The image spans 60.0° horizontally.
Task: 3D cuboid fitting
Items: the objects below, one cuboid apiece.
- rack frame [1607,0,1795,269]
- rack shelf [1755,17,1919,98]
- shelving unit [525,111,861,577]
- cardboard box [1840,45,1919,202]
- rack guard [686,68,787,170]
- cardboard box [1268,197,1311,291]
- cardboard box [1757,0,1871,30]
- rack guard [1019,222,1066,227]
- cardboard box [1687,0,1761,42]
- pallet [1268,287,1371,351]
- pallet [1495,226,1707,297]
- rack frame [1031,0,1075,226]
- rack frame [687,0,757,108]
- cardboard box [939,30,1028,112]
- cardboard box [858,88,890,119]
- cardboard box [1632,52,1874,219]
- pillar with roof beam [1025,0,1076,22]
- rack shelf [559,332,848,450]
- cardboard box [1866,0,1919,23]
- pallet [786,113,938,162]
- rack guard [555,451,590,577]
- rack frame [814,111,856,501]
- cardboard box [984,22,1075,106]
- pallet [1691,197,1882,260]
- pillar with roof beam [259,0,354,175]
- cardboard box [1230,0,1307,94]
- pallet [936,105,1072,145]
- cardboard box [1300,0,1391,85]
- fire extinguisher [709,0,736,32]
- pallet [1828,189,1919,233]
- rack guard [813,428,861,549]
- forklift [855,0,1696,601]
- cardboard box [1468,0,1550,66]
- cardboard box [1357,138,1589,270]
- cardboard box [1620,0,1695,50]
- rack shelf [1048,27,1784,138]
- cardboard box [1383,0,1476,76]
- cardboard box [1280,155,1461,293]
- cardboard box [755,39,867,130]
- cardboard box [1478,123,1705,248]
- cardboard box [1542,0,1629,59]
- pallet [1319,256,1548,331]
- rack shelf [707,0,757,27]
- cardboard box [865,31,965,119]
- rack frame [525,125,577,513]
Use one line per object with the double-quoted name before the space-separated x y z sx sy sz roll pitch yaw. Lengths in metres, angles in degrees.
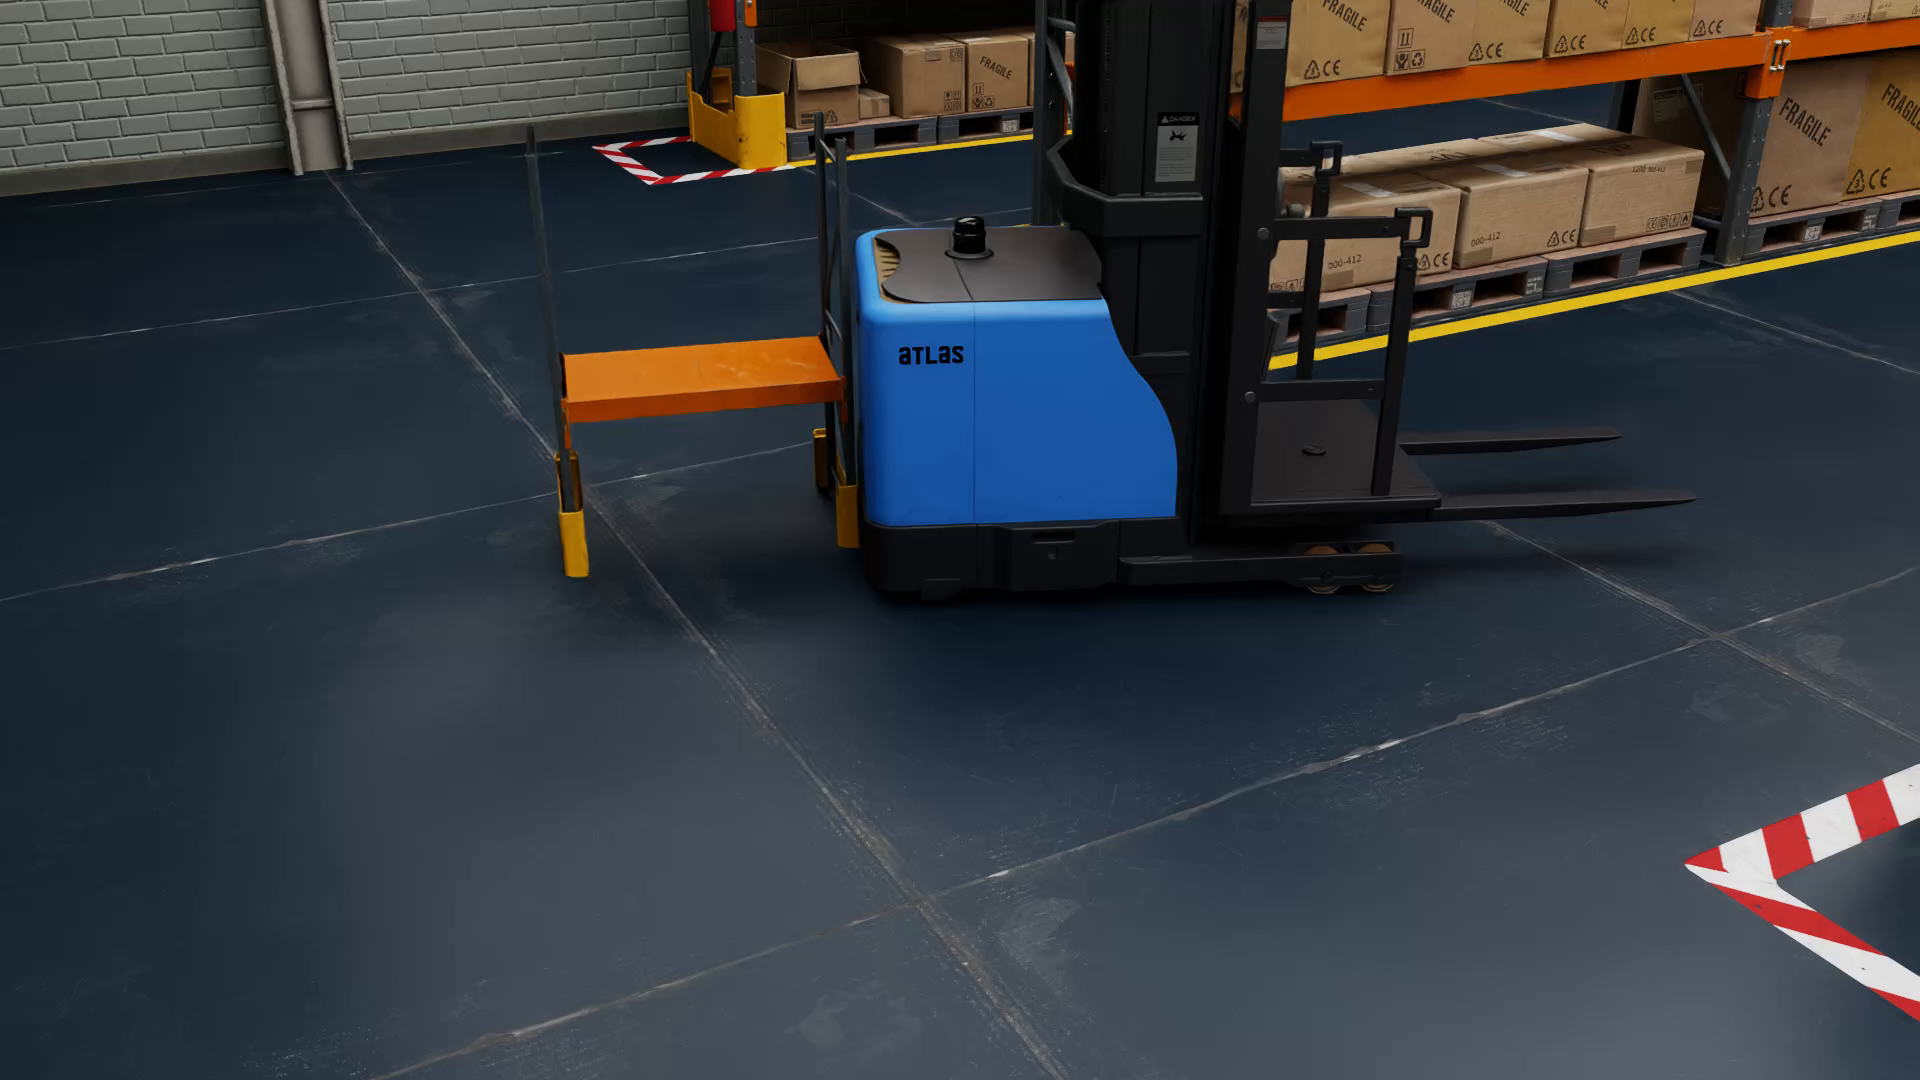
"rack frame" 4.172 -3.098 9.237 0.127 3.000 1.000 -13 29 -25
"rack shelf" 5.937 -3.181 10.241 4.000 0.370 1.077 -13 29 -25
"shelving unit" -0.959 -0.719 6.014 1.083 1.500 0.587 -6 26 -12
"cardboard box" 5.475 -2.673 10.322 0.875 0.875 0.875 -12 28 -24
"rack guard" -1.629 -3.067 12.060 0.348 0.500 1.175 -13 29 -25
"cardboard box" 1.178 -1.490 8.363 0.875 0.438 0.875 -14 29 -27
"cardboard box" 4.685 -3.019 9.246 0.500 0.250 0.500 -14 29 -26
"rack guard" 0.622 -1.152 8.071 0.348 0.500 1.175 -13 29 -25
"cardboard box" 3.883 -2.951 8.815 0.500 0.500 0.500 -13 28 -25
"pallet" 1.312 -1.219 8.545 1.213 0.211 1.003 -13 29 -25
"pallet" 3.465 -1.716 9.580 1.213 0.211 1.003 -13 29 -25
"rack frame" 0.643 -2.283 7.540 0.127 3.000 1.000 -13 29 -25
"rack frame" -1.696 -4.178 11.487 0.127 3.000 1.000 -13 29 -25
"cardboard box" 0.174 -3.558 12.598 0.500 0.500 0.500 -12 28 -24
"cardboard box" -0.719 -3.242 12.346 0.250 0.149 0.380 -14 29 -27
"cardboard box" 4.682 -2.486 9.933 0.875 0.875 0.875 -12 28 -24
"pillar with roof beam" 2.821 -6.256 8.882 0.400 9.000 9.100 -13 29 -25
"rack shelf" -0.950 -0.557 6.094 1.000 0.185 0.538 -6 26 -12
"cardboard box" 5.141 -3.125 9.467 0.500 0.250 0.500 -14 29 -26
"pallet" -0.926 -3.099 12.462 1.213 0.211 1.003 -13 29 -25
"rack guard" -1.443 -0.105 6.179 0.087 0.250 0.587 -6 26 -12
"rack frame" -0.456 -0.771 6.123 0.032 1.500 0.500 -6 26 -12
"cardboard box" 0.577 -3.700 12.893 0.500 0.500 0.700 -14 29 -27
"pallet" 4.818 -2.027 10.228 1.213 0.211 1.003 -13 29 -25
"pillar with roof beam" -2.474 -5.034 6.337 0.400 9.000 9.100 -13 29 -25
"cardboard box" 1.202 -2.317 7.494 0.500 0.500 0.500 -13 29 -25
"pallet" 0.149 -3.346 12.976 1.213 0.211 1.003 -13 29 -25
"cardboard box" 1.635 -2.430 7.731 0.500 0.500 0.500 -13 29 -26
"fire extinguisher" -1.608 -3.769 11.154 0.183 0.674 0.296 -13 29 -25
"pallet" 5.896 -2.277 10.749 1.213 0.211 1.003 -13 29 -25
"rack guard" -0.475 -0.206 6.390 0.087 0.250 0.587 -6 26 -12
"forklift" 1.144 -1.358 5.692 3.031 2.935 1.130 -2 26 -4
"cardboard box" 2.526 -2.635 8.158 0.500 0.500 0.500 -12 28 -23
"cardboard box" 2.778 -1.863 9.139 0.875 0.438 0.875 -14 29 -27
"cardboard box" 3.432 -2.844 8.593 0.500 0.500 0.500 -14 29 -26
"rack shelf" 2.408 -2.366 8.544 4.000 0.370 1.077 -13 29 -25
"cardboard box" 2.092 -2.527 7.932 0.500 0.500 0.500 -13 29 -25
"cardboard box" 1.982 -1.680 8.758 0.875 0.438 0.875 -12 28 -24
"cardboard box" -1.112 -3.331 12.120 0.637 0.503 0.797 -14 29 -27
"cardboard box" 3.568 -2.045 9.520 0.875 0.438 0.875 -13 29 -26
"cardboard box" 2.995 -2.736 8.368 0.500 0.500 0.500 -13 29 -26
"pallet" 2.387 -1.466 9.059 1.213 0.211 1.003 -13 29 -25
"rack shelf" 0.069 -4.261 12.491 4.000 0.370 1.077 -13 29 -25
"cardboard box" -0.339 -3.488 12.453 0.500 0.500 0.700 -12 28 -23
"rack frame" -1.444 -0.668 5.909 0.032 1.500 0.500 -6 26 -12
